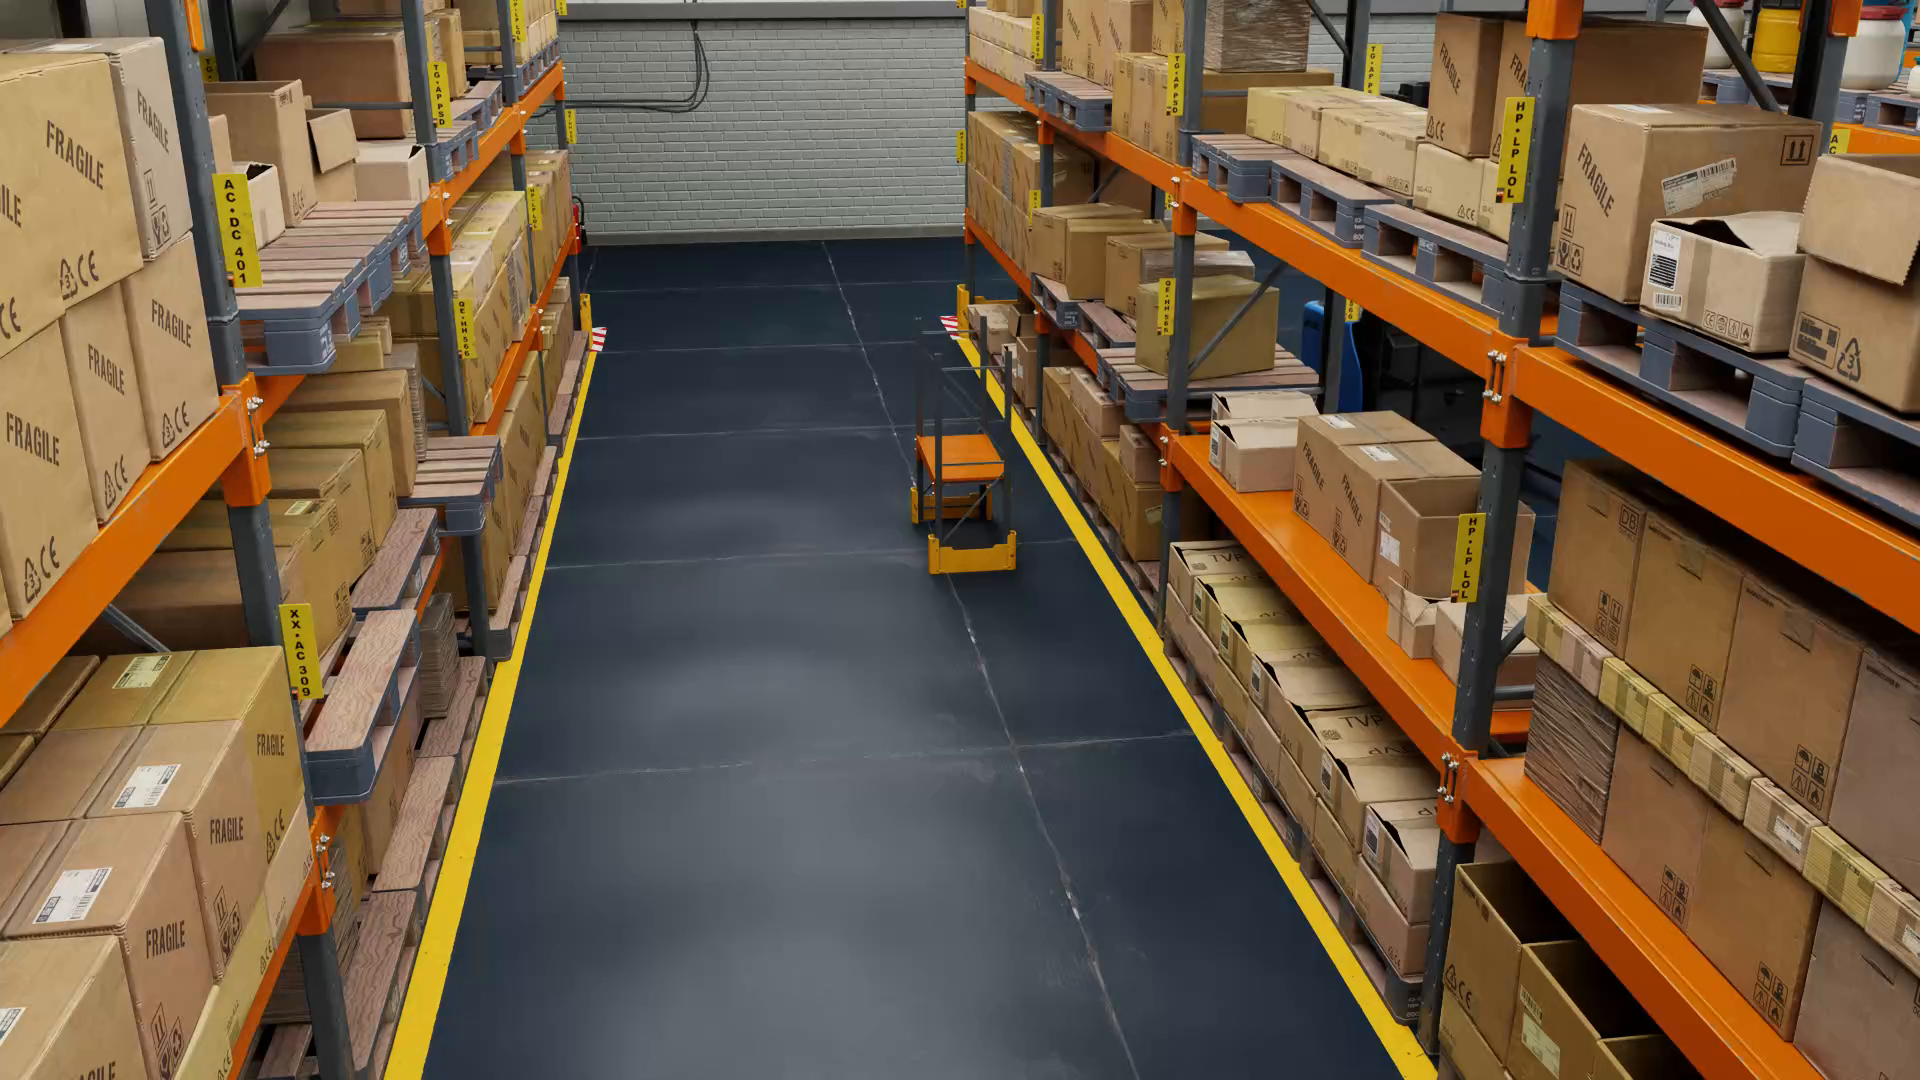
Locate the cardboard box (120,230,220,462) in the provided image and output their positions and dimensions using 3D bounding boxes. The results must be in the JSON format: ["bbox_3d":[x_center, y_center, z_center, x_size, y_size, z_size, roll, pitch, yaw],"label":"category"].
[{"bbox_3d":[-2.298,-0.509,4.333,0.500,0.500,0.500,-2,21,-6],"label":"cardboard box"}]

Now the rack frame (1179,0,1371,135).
[{"bbox_3d":[1.709,-3.657,8.646,1.000,3.000,0.127,-3,21,-8],"label":"rack frame"}]

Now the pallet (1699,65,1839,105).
[{"bbox_3d":[6.244,-3.530,12.864,1.213,0.211,1.003,-3,21,-8],"label":"pallet"}]

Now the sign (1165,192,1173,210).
[{"bbox_3d":[1.681,-2.803,13.280,0.100,0.325,0.005,-3,21,-8],"label":"sign"}]

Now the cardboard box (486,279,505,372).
[{"bbox_3d":[-3.146,-1.326,10.382,0.500,0.500,0.500,-3,21,-8],"label":"cardboard box"}]

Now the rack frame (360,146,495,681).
[{"bbox_3d":[-3.193,-0.596,9.023,1.000,3.000,0.127,-3,21,-8],"label":"rack frame"}]

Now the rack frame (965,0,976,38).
[{"bbox_3d":[0.555,-6.427,16.062,1.000,3.000,0.127,-3,21,-8],"label":"rack frame"}]

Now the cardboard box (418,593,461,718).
[{"bbox_3d":[-3.037,0.616,8.723,0.700,0.500,0.500,-3,21,-7],"label":"cardboard box"}]

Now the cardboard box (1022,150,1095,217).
[{"bbox_3d":[0.803,-2.909,13.645,0.500,0.500,0.500,-3,21,-7],"label":"cardboard box"}]

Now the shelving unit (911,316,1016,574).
[{"bbox_3d":[0.011,-0.676,11.383,0.587,1.500,1.083,-3,21,-8],"label":"shelving unit"}]

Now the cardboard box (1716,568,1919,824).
[{"bbox_3d":[2.501,0.385,4.400,0.700,0.500,0.500,-3,21,-8],"label":"cardboard box"}]

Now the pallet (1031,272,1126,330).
[{"bbox_3d":[1.139,-1.859,12.682,1.003,0.211,1.213,-3,21,-8],"label":"pallet"}]

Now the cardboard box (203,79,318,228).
[{"bbox_3d":[-2.794,-1.480,6.361,0.500,0.500,0.500,-4,21,-10],"label":"cardboard box"}]

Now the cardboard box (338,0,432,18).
[{"bbox_3d":[-3.678,-3.488,10.638,0.500,0.250,0.500,-4,21,-9],"label":"cardboard box"}]

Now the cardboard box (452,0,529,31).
[{"bbox_3d":[-3.595,-4.171,12.710,0.500,0.500,0.500,-3,21,-8],"label":"cardboard box"}]

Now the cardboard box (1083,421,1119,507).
[{"bbox_3d":[1.186,-0.554,11.857,0.500,0.500,0.500,-4,21,-10],"label":"cardboard box"}]

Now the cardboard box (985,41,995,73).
[{"bbox_3d":[0.511,-4.414,15.174,0.500,0.250,0.500,-3,21,-8],"label":"cardboard box"}]

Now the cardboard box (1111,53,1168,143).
[{"bbox_3d":[1.464,-2.805,10.508,0.910,0.500,0.500,-3,21,-8],"label":"cardboard box"}]

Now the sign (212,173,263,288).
[{"bbox_3d":[-2.080,-0.888,4.781,0.100,0.325,0.005,-3,21,-8],"label":"sign"}]

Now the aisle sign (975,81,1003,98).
[{"bbox_3d":[0.255,-4.843,16.681,0.394,0.787,0.004,-3,21,-8],"label":"aisle sign"}]

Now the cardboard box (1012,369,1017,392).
[{"bbox_3d":[0.656,-1.412,14.655,0.380,0.149,0.250,-3,21,-8],"label":"cardboard box"}]

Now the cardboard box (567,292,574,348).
[{"bbox_3d":[-4.146,-2.154,16.168,0.700,0.500,0.500,-3,21,-8],"label":"cardboard box"}]

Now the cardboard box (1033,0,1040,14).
[{"bbox_3d":[1.014,-4.672,14.078,0.700,0.500,0.500,-3,21,-8],"label":"cardboard box"}]

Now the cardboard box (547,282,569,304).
[{"bbox_3d":[-3.910,-2.334,15.723,0.380,0.149,0.250,-2,21,-6],"label":"cardboard box"}]

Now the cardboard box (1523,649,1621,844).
[{"bbox_3d":[2.356,0.645,5.560,0.700,0.500,0.500,-3,21,-9],"label":"cardboard box"}]

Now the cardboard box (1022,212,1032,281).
[{"bbox_3d":[0.806,-2.439,13.815,0.500,0.500,0.500,-3,21,-7],"label":"cardboard box"}]

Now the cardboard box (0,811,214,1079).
[{"bbox_3d":[-2.102,0.995,3.880,0.500,0.500,0.500,-4,21,-9],"label":"cardboard box"}]

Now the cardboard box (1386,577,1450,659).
[{"bbox_3d":[1.977,0.306,6.802,0.396,0.266,0.258,-3,21,-9],"label":"cardboard box"}]

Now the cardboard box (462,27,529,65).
[{"bbox_3d":[-3.608,-3.811,12.818,0.500,0.250,0.500,-3,21,-8],"label":"cardboard box"}]

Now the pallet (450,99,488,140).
[{"bbox_3d":[-3.502,-2.520,10.158,1.003,0.211,1.213,-2,21,-5],"label":"pallet"}]

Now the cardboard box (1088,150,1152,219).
[{"bbox_3d":[1.343,-2.924,13.686,0.500,0.500,0.500,-2,21,-6],"label":"cardboard box"}]

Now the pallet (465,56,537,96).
[{"bbox_3d":[-3.877,-3.628,12.982,1.003,0.211,1.213,-3,21,-8],"label":"pallet"}]

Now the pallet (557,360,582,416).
[{"bbox_3d":[-3.981,-1.365,15.068,1.003,0.211,1.213,-3,21,-8],"label":"pallet"}]

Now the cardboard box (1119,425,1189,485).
[{"bbox_3d":[1.329,-0.564,10.812,0.500,0.250,0.500,-2,21,-6],"label":"cardboard box"}]

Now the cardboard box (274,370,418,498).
[{"bbox_3d":[-3.008,-0.494,7.980,0.700,0.500,0.500,-5,21,-13],"label":"cardboard box"}]

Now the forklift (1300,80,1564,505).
[{"bbox_3d":[3.853,-1.957,12.766,1.130,2.935,3.031,-7,22,-18],"label":"forklift"}]

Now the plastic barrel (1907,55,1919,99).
[{"bbox_3d":[6.311,-2.996,10.761,0.301,0.262,0.301,0,20,0],"label":"plastic barrel"}]

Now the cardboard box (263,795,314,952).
[{"bbox_3d":[-2.248,0.999,4.940,0.500,0.250,0.500,-3,21,-8],"label":"cardboard box"}]

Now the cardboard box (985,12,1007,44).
[{"bbox_3d":[0.515,-4.648,15.087,0.500,0.250,0.500,-3,21,-8],"label":"cardboard box"}]

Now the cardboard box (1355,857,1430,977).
[{"bbox_3d":[1.939,1.501,6.741,0.500,0.250,0.500,-3,21,-8],"label":"cardboard box"}]

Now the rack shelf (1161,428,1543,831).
[{"bbox_3d":[1.997,0.183,7.968,1.077,0.370,4.000,-3,21,-8],"label":"rack shelf"}]

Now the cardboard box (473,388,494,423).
[{"bbox_3d":[-2.993,-0.797,9.893,0.380,0.149,0.250,-2,21,-6],"label":"cardboard box"}]

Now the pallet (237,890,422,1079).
[{"bbox_3d":[-2.730,1.826,6.525,1.003,0.211,1.213,-3,21,-8],"label":"pallet"}]

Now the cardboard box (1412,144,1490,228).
[{"bbox_3d":[2.124,-1.397,6.497,0.500,0.250,0.500,-5,21,-13],"label":"cardboard box"}]

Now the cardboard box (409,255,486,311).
[{"bbox_3d":[-3.081,-1.499,9.773,0.500,0.250,0.500,-3,21,-9],"label":"cardboard box"}]

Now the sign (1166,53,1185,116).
[{"bbox_3d":[1.171,-2.467,9.009,0.100,0.325,0.005,-3,21,-8],"label":"sign"}]

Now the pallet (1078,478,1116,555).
[{"bbox_3d":[1.466,-0.222,12.009,1.003,0.211,1.213,-3,21,-8],"label":"pallet"}]

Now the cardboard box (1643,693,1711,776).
[{"bbox_3d":[2.247,0.557,4.867,0.380,0.149,0.250,-3,21,-8],"label":"cardboard box"}]

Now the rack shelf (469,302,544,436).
[{"bbox_3d":[-3.481,-0.951,11.003,1.077,0.370,4.000,-3,21,-8],"label":"rack shelf"}]

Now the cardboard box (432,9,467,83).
[{"bbox_3d":[-3.751,-3.328,11.282,0.700,0.500,0.500,-4,21,-11],"label":"cardboard box"}]

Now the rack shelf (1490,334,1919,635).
[{"bbox_3d":[2.574,0.163,3.735,1.077,0.370,4.000,-3,21,-8],"label":"rack shelf"}]

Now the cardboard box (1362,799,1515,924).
[{"bbox_3d":[1.943,1.241,6.634,0.500,0.311,0.500,-3,21,-8],"label":"cardboard box"}]
